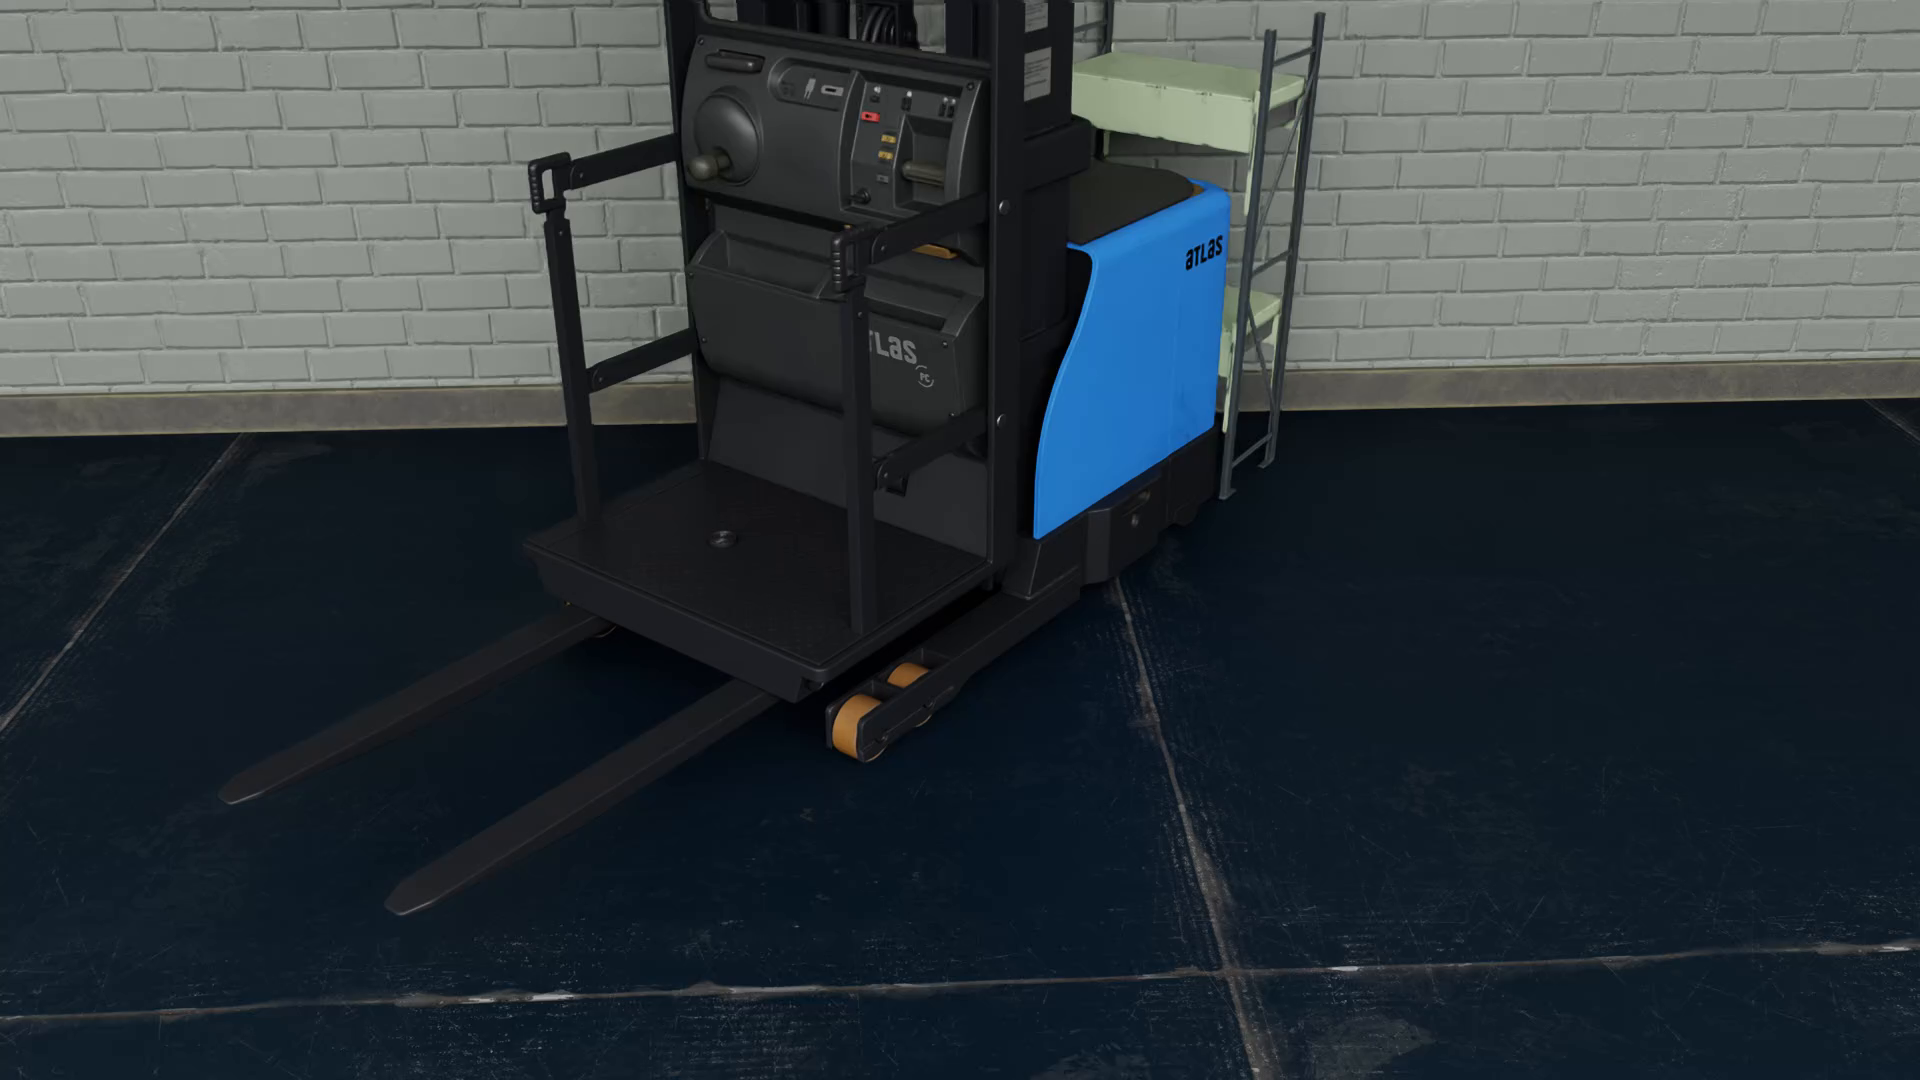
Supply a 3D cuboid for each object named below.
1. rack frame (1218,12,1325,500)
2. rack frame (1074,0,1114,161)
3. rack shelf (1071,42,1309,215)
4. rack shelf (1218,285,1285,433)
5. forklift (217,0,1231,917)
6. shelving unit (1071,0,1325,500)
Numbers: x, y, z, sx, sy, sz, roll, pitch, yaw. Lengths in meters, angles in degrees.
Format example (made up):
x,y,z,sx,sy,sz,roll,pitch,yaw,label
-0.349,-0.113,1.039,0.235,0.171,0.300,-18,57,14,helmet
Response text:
x,y,z,sx,sy,sz,roll,pitch,yaw,label
0.986,-0.875,5.285,0.023,1.500,0.400,18,31,29,rack frame
0.375,-1.068,5.639,0.023,1.500,0.400,18,31,29,rack frame
0.688,-1.320,5.285,0.720,0.370,0.431,18,31,29,rack shelf
0.674,-0.681,5.610,0.720,0.370,0.431,18,31,29,rack shelf
-0.467,-1.000,3.998,1.130,2.935,3.031,19,33,33,forklift
0.681,-0.972,5.462,0.755,1.500,0.431,18,31,29,shelving unit
